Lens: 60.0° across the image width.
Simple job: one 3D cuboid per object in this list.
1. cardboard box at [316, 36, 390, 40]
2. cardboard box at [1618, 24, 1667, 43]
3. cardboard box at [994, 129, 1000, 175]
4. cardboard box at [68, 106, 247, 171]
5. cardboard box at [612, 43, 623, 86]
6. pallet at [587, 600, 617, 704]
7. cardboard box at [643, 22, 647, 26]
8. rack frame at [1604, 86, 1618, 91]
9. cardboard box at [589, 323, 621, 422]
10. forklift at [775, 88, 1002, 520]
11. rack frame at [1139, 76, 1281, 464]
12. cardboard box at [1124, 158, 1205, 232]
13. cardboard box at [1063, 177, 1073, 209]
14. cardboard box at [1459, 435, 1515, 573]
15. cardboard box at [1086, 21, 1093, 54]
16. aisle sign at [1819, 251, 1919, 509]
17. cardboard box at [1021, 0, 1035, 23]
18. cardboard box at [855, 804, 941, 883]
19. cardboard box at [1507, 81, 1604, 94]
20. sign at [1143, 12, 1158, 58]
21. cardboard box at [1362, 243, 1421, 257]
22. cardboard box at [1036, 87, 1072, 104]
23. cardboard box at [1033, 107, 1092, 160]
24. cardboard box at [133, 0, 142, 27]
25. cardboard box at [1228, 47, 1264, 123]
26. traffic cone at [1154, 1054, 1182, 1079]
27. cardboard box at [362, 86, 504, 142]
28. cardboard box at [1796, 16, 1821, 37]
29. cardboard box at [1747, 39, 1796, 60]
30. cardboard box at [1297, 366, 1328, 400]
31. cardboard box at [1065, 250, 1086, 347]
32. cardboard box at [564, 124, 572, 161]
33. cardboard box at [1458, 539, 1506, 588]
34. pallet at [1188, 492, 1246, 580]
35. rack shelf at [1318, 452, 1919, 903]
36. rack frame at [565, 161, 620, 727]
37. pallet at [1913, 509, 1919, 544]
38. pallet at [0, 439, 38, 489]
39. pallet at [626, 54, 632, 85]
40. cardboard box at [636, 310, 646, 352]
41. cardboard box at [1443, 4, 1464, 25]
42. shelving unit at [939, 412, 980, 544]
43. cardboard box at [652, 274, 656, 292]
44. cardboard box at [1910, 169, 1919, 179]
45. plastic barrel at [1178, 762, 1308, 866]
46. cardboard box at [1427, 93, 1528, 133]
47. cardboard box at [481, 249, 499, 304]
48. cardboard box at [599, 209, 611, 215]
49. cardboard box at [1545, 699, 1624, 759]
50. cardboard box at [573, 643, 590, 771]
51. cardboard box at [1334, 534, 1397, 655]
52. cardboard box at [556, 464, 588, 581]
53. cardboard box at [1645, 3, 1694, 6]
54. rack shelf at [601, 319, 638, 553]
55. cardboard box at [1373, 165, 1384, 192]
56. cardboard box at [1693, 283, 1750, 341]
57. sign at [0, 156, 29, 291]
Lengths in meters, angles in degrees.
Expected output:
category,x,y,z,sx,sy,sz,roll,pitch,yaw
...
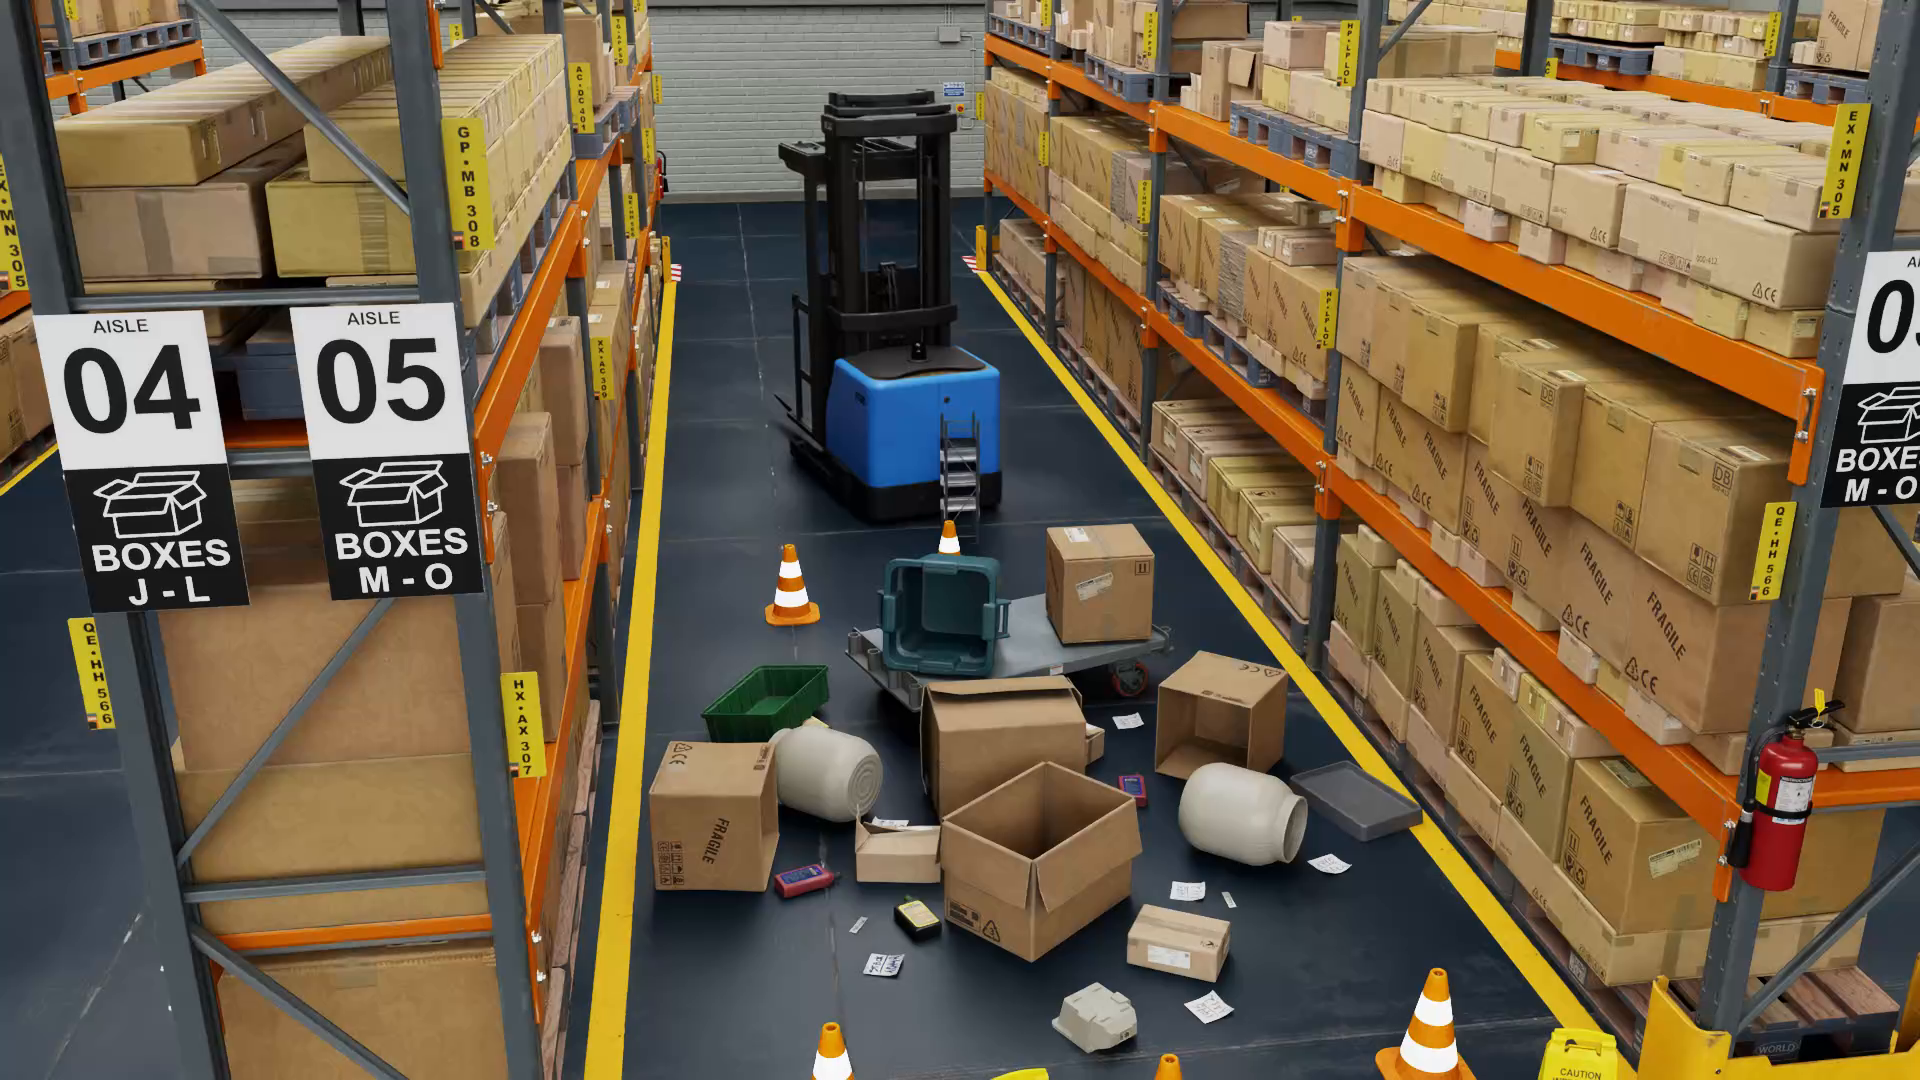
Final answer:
category,x,y,z,sx,sy,sz,roll,pitch,yaw
cardboard box,-2.638,-2.156,7.390,0.380,0.149,0.250,-3,21,-7
cardboard box,6.184,-4.577,15.013,0.380,0.149,0.250,-2,21,-7
cardboard box,0.685,-4.526,19.405,0.500,0.500,0.500,-3,21,-9
cardboard box,-2.197,-1.100,4.563,0.380,0.149,0.250,-3,21,-7
cardboard box,-2.750,-3.442,12.216,0.500,0.500,0.500,-3,21,-8
pallet,-2.540,0.649,9.678,1.003,0.211,1.213,-3,21,-8
cardboard box,-3.618,-5.391,17.791,0.500,0.250,0.500,-2,21,-5
rack frame,6.287,-3.700,17.337,1.000,3.000,0.127,-3,21,-8
cardboard box,-2.307,-0.985,9.923,0.500,0.500,0.500,-3,21,-8
forklift,-0.724,-1.999,12.879,1.130,2.935,3.031,-8,22,-21
rack frame,1.953,-2.064,12.955,1.000,3.000,0.127,-3,21,-8
cardboard box,1.619,-2.745,13.206,0.500,0.500,0.500,-3,21,-9
cardboard box,1.263,-3.267,15.676,0.500,0.250,0.500,-3,21,-7
cardboard box,2.564,-0.178,7.337,0.500,0.500,0.500,-3,21,-7
cardboard box,1.293,-4.337,14.347,0.396,0.266,0.258,-1,21,-3
aisle sign,2.828,-0.476,4.987,0.394,0.787,0.004,-3,21,-8
cardboard box,0.942,-5.824,17.849,0.500,0.500,0.500,-3,21,-7
cardboard box,-0.284,1.389,7.618,0.396,0.266,0.258,1,20,2
cardboard box,2.904,-2.155,8.131,0.380,0.149,0.250,-3,21,-9
sign,1.402,-3.723,12.258,0.100,0.325,0.005,-3,21,-8
cardboard box,2.615,-1.584,10.502,0.500,0.500,0.500,-3,21,-8
cardboard box,1.006,-4.629,17.323,0.380,0.149,0.250,-3,21,-8
cardboard box,1.035,-4.113,16.871,0.500,0.500,0.500,-3,21,-8
cardboard box,-8.795,-5.475,16.914,0.700,0.500,0.500,-4,21,-11
cardboard box,2.201,-2.991,11.002,0.797,0.503,0.637,-3,21,-8
traffic cone,0.718,1.984,5.742,0.336,0.463,0.334,-3,21,-8
cardboard box,-1.619,-1.309,5.122,0.380,0.149,0.250,-3,21,-7
cardboard box,7.077,-4.207,13.626,0.380,0.149,0.250,-3,21,-7
cardboard box,6.575,-3.948,13.356,0.380,0.149,0.250,-2,21,-7
cardboard box,2.182,-0.922,9.657,0.380,0.149,0.250,-3,21,-7
cardboard box,1.545,-2.440,16.397,0.875,0.875,0.875,-2,21,-6
cardboard box,-1.985,-1.815,7.618,0.380,0.149,0.250,-3,21,-8
cardboard box,2.497,0.093,7.539,0.380,0.149,0.250,-3,21,-8
pallet,2.237,-0.065,11.590,1.003,0.211,1.213,-3,21,-8
rack shelf,2.818,0.351,7.519,1.077,0.370,4.000,-3,21,-8
rack frame,-2.354,-0.394,8.485,1.000,3.000,0.127,-3,21,-8
pallet,7.117,-0.301,12.220,1.003,0.211,1.213,-3,21,-8
pallet,-7.893,-0.535,12.846,1.003,0.211,1.213,-3,21,-8
pallet,-3.371,-3.903,13.861,1.213,0.211,1.003,-3,21,-8
cardboard box,-2.923,-1.755,14.028,0.500,0.250,0.500,-3,21,-7
cardboard box,5.757,-5.862,18.625,0.500,0.250,0.500,-3,21,-9
shelving unit,-0.001,-0.424,11.566,0.258,0.900,0.210,-3,21,-8
cardboard box,-3.465,-2.753,17.848,0.380,0.149,0.250,-3,21,-8
cardboard box,3.257,-1.088,5.275,0.380,0.149,0.250,-3,21,-8
plastic barrel,1.310,1.274,7.700,0.512,0.421,0.421,12,24,30
cardboard box,2.359,-1.942,7.560,0.380,0.149,0.250,-3,21,-8
cardboard box,-1.547,-0.764,4.802,0.380,0.149,0.250,-3,21,-7
cardboard box,-2.878,-2.485,12.990,0.380,0.149,0.250,-3,21,-8
cardboard box,2.613,0.754,6.740,0.380,0.149,0.250,-2,21,-6
cardboard box,-2.333,0.626,8.191,0.875,0.875,0.875,-3,21,-7
cardboard box,2.347,0.279,8.940,0.500,0.500,0.500,-2,21,-5
cardboard box,-2.188,-0.148,7.611,0.875,0.550,0.550,-3,21,-8
cardboard box,6.591,-4.916,15.495,0.380,0.149,0.250,-4,21,-9
rack shelf,-2.643,-0.750,10.465,1.077,0.370,4.000,-3,21,-8
cardboard box,2.330,-1.845,8.441,0.380,0.149,0.250,-3,21,-9
cardboard box,2.709,-0.775,5.577,0.380,0.149,0.250,-3,21,-7
sign,-2.317,-0.770,4.050,0.100,0.325,0.005,-3,21,-8
